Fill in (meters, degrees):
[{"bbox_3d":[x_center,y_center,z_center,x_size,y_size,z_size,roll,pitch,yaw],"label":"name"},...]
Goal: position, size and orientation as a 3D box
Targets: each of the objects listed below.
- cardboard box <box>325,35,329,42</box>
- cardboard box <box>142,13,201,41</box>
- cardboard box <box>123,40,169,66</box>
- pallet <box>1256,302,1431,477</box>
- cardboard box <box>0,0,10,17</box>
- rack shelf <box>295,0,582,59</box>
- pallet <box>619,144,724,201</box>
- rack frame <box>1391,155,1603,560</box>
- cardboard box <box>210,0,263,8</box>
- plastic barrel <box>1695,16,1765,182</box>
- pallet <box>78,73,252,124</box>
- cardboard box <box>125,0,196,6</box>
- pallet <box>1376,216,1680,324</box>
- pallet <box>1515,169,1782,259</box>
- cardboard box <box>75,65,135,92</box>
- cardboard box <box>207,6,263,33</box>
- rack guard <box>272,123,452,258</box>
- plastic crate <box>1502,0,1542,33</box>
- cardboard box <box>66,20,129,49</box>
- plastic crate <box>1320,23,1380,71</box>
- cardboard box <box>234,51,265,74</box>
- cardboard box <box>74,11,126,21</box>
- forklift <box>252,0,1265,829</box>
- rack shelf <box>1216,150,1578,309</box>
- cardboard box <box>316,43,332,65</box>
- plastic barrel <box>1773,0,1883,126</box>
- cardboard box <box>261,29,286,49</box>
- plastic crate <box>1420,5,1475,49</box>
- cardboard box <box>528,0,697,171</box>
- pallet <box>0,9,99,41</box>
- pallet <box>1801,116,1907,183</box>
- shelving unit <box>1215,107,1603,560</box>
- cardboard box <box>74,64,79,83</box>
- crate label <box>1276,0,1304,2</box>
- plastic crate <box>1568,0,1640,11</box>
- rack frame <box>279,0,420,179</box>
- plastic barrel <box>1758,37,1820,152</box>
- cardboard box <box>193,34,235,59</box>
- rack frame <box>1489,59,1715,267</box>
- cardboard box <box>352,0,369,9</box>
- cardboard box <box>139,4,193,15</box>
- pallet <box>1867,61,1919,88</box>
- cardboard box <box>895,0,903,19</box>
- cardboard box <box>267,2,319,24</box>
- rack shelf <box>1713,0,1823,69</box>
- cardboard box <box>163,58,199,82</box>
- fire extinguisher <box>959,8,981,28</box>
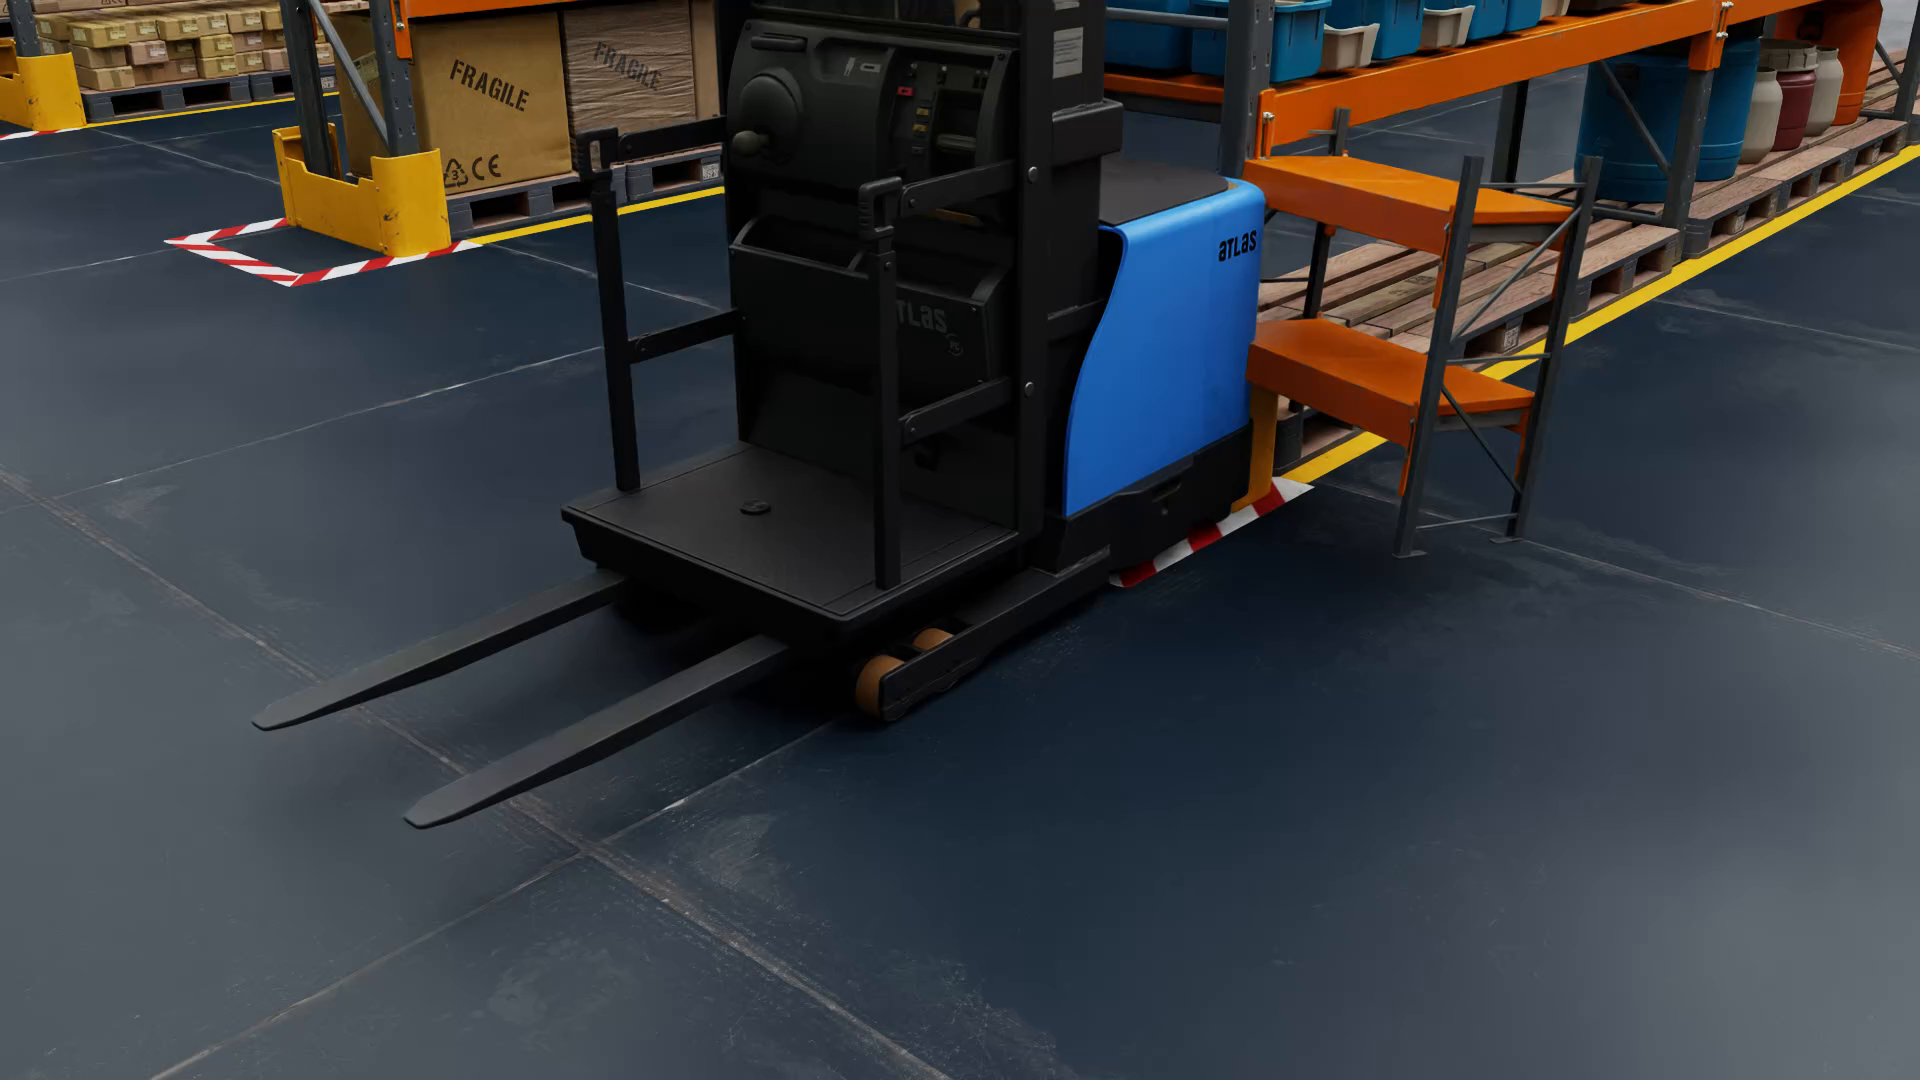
[{"bbox_3d":[-5.011,-4.078,13.286,0.380,0.149,0.250,18,30,35],"label":"cardboard box"},{"bbox_3d":[-5.819,-3.784,12.267,0.380,0.149,0.250,20,31,37],"label":"cardboard box"},{"bbox_3d":[-6.014,-3.580,12.177,0.380,0.149,0.250,20,31,37],"label":"cardboard box"},{"bbox_3d":[1.114,-0.627,6.390,1.003,0.211,1.213,20,31,38],"label":"pallet"},{"bbox_3d":[-9.563,-5.249,15.909,0.875,0.438,0.875,21,32,39],"label":"cardboard box"},{"bbox_3d":[-1.819,-3.292,9.806,1.077,0.370,4.000,20,31,38],"label":"rack shelf"},{"bbox_3d":[-1.864,-2.374,10.286,1.003,0.211,1.213,20,31,38],"label":"pallet"},{"bbox_3d":[1.496,-0.502,4.645,0.500,1.125,0.032,-7,23,-29],"label":"rack frame"},{"bbox_3d":[-5.710,-4.172,13.133,0.380,0.149,0.250,19,30,36],"label":"cardboard box"},{"bbox_3d":[4.053,-2.488,9.185,0.600,0.901,0.708,20,31,38],"label":"plastic barrel"},{"bbox_3d":[-6.161,-3.385,12.541,1.003,0.211,1.213,20,31,38],"label":"pallet"},{"bbox_3d":[-8.363,-5.796,17.130,0.875,0.438,0.875,20,31,37],"label":"cardboard box"},{"bbox_3d":[2.742,-1.370,8.048,1.003,0.211,1.213,20,31,38],"label":"pallet"},{"bbox_3d":[3.750,-1.829,9.071,1.003,0.211,1.213,20,31,38],"label":"pallet"},{"bbox_3d":[-6.192,-3.359,12.047,0.380,0.149,0.250,21,32,39],"label":"cardboard box"},{"bbox_3d":[-5.523,-3.964,12.669,0.380,0.149,0.250,22,32,39],"label":"cardboard box"},{"bbox_3d":[-3.170,-1.863,8.795,1.175,0.500,0.348,20,31,38],"label":"rack guard"},{"bbox_3d":[2.024,-2.088,6.371,0.416,0.233,0.300,20,31,38],"label":"plastic crate"},{"bbox_3d":[-6.177,-3.625,11.913,0.380,0.149,0.250,18,30,35],"label":"cardboard box"},{"bbox_3d":[1.220,-1.626,5.460,0.250,0.136,0.298,20,31,38],"label":"plastic crate"},{"bbox_3d":[-5.566,-3.691,12.786,0.380,0.149,0.250,20,31,38],"label":"cardboard box"},{"bbox_3d":[-6.405,-3.850,12.414,0.380,0.149,0.250,21,32,38],"label":"cardboard box"},{"bbox_3d":[-0.387,-1.108,4.139,1.130,2.935,3.031,19,30,36],"label":"forklift"},{"bbox_3d":[1.269,-0.948,4.951,0.538,0.278,1.000,-7,23,-29],"label":"rack shelf"},{"bbox_3d":[-5.170,-3.834,13.106,0.380,0.149,0.250,20,31,38],"label":"cardboard box"},{"bbox_3d":[5.560,-3.144,10.735,0.600,0.830,0.708,20,31,38],"label":"plastic barrel"},{"bbox_3d":[-5.408,-3.928,12.953,0.380,0.149,0.250,22,32,40],"label":"cardboard box"},{"bbox_3d":[1.673,-1.833,5.921,0.250,0.136,0.298,20,31,38],"label":"plastic crate"},{"bbox_3d":[-2.179,-2.727,9.750,0.875,0.875,0.875,20,31,38],"label":"cardboard box"},{"bbox_3d":[-9.244,-5.080,16.321,1.003,0.211,1.213,20,31,38],"label":"pallet"},{"bbox_3d":[5.379,-2.572,10.729,1.003,0.211,1.213,20,31,38],"label":"pallet"},{"bbox_3d":[1.246,-0.675,5.053,0.538,1.125,1.048,-7,23,-29],"label":"shelving unit"},{"bbox_3d":[-6.584,-3.504,12.371,0.380,0.149,0.250,21,31,38],"label":"cardboard box"},{"bbox_3d":[1.316,-2.040,6.381,0.396,0.136,0.243,20,31,38],"label":"crate label"},{"bbox_3d":[2.657,-2.365,7.121,0.437,0.125,0.590,20,31,38],"label":"plastic crate"},{"bbox_3d":[-3.154,-3.011,8.299,1.000,3.000,0.127,20,31,38],"label":"rack frame"},{"bbox_3d":[4.806,-2.690,10.016,0.600,0.588,0.708,20,31,38],"label":"plastic barrel"},{"bbox_3d":[-5.665,-3.728,12.505,0.380,0.149,0.250,21,32,39],"label":"cardboard box"},{"bbox_3d":[3.204,-2.877,8.001,1.000,3.000,0.127,20,31,38],"label":"rack frame"},{"bbox_3d":[-4.799,-4.266,13.342,0.380,0.149,0.250,18,30,35],"label":"cardboard box"},{"bbox_3d":[-6.107,-4.025,12.805,0.380,0.149,0.250,19,30,36],"label":"cardboard box"},{"bbox_3d":[7.234,-3.419,12.618,1.003,0.211,1.213,20,31,38],"label":"pallet"},{"bbox_3d":[-0.984,-3.273,10.967,0.875,0.875,0.875,20,31,38],"label":"cardboard box"},{"bbox_3d":[-5.217,-4.134,13.049,0.380,0.149,0.250,20,31,38],"label":"cardboard box"},{"bbox_3d":[4.539,-3.159,9.507,1.077,0.370,4.000,20,31,38],"label":"rack shelf"},{"bbox_3d":[-5.918,-3.539,12.448,0.380,0.149,0.250,21,31,38],"label":"cardboard box"},{"bbox_3d":[0.095,-1.531,5.549,0.296,0.674,0.183,20,31,38],"label":"fire extinguisher"}]
